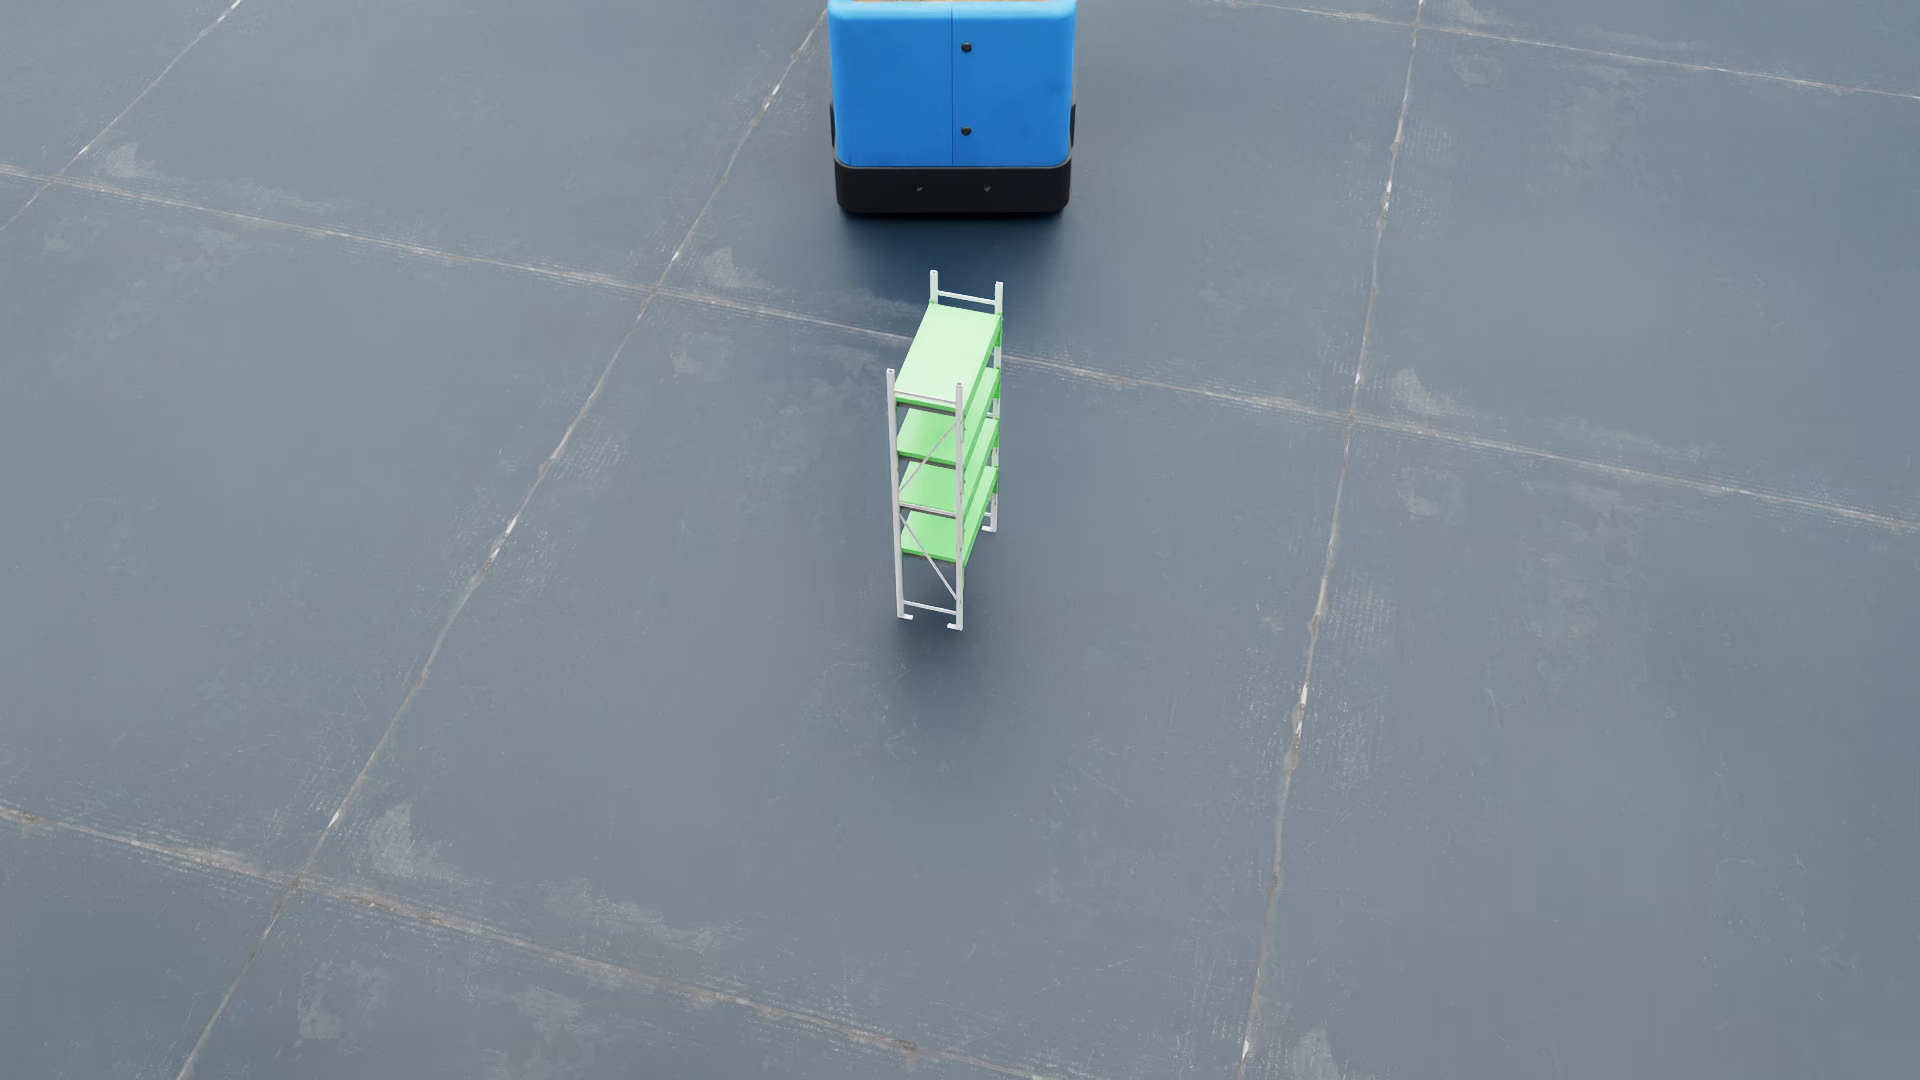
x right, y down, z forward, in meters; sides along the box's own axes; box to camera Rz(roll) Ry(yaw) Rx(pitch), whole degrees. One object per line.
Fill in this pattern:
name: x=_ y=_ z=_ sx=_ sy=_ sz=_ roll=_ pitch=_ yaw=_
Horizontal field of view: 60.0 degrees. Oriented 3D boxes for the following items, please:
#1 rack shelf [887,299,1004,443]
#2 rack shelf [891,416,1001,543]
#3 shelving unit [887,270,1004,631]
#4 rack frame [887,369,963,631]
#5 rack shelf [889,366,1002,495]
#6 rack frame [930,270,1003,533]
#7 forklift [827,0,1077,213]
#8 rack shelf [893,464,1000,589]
rack shelf: x=-0.044 y=-0.553 z=5.382 sx=0.258 sy=0.148 sz=0.480 roll=12 pitch=50 yaw=10
rack shelf: x=-0.044 y=-0.235 z=5.742 sx=0.258 sy=0.148 sz=0.480 roll=12 pitch=50 yaw=10
shelving unit: x=-0.044 y=-0.277 z=5.694 sx=0.258 sy=1.200 sz=0.503 roll=12 pitch=50 yaw=10
rack frame: x=-0.108 y=-0.101 z=5.539 sx=0.240 sy=1.200 sz=0.015 roll=12 pitch=50 yaw=10
rack shelf: x=-0.044 y=-0.394 z=5.562 sx=0.258 sy=0.148 sz=0.480 roll=12 pitch=50 yaw=10
rack frame: x=0.021 y=-0.454 z=5.850 sx=0.240 sy=1.200 sz=0.015 roll=12 pitch=50 yaw=10
forklift: x=-0.036 y=-3.523 z=7.404 sx=1.130 sy=2.935 sz=3.031 roll=0 pitch=49 yaw=0
rack shelf: x=-0.044 y=-0.076 z=5.922 sx=0.258 sy=0.148 sz=0.480 roll=12 pitch=50 yaw=10
